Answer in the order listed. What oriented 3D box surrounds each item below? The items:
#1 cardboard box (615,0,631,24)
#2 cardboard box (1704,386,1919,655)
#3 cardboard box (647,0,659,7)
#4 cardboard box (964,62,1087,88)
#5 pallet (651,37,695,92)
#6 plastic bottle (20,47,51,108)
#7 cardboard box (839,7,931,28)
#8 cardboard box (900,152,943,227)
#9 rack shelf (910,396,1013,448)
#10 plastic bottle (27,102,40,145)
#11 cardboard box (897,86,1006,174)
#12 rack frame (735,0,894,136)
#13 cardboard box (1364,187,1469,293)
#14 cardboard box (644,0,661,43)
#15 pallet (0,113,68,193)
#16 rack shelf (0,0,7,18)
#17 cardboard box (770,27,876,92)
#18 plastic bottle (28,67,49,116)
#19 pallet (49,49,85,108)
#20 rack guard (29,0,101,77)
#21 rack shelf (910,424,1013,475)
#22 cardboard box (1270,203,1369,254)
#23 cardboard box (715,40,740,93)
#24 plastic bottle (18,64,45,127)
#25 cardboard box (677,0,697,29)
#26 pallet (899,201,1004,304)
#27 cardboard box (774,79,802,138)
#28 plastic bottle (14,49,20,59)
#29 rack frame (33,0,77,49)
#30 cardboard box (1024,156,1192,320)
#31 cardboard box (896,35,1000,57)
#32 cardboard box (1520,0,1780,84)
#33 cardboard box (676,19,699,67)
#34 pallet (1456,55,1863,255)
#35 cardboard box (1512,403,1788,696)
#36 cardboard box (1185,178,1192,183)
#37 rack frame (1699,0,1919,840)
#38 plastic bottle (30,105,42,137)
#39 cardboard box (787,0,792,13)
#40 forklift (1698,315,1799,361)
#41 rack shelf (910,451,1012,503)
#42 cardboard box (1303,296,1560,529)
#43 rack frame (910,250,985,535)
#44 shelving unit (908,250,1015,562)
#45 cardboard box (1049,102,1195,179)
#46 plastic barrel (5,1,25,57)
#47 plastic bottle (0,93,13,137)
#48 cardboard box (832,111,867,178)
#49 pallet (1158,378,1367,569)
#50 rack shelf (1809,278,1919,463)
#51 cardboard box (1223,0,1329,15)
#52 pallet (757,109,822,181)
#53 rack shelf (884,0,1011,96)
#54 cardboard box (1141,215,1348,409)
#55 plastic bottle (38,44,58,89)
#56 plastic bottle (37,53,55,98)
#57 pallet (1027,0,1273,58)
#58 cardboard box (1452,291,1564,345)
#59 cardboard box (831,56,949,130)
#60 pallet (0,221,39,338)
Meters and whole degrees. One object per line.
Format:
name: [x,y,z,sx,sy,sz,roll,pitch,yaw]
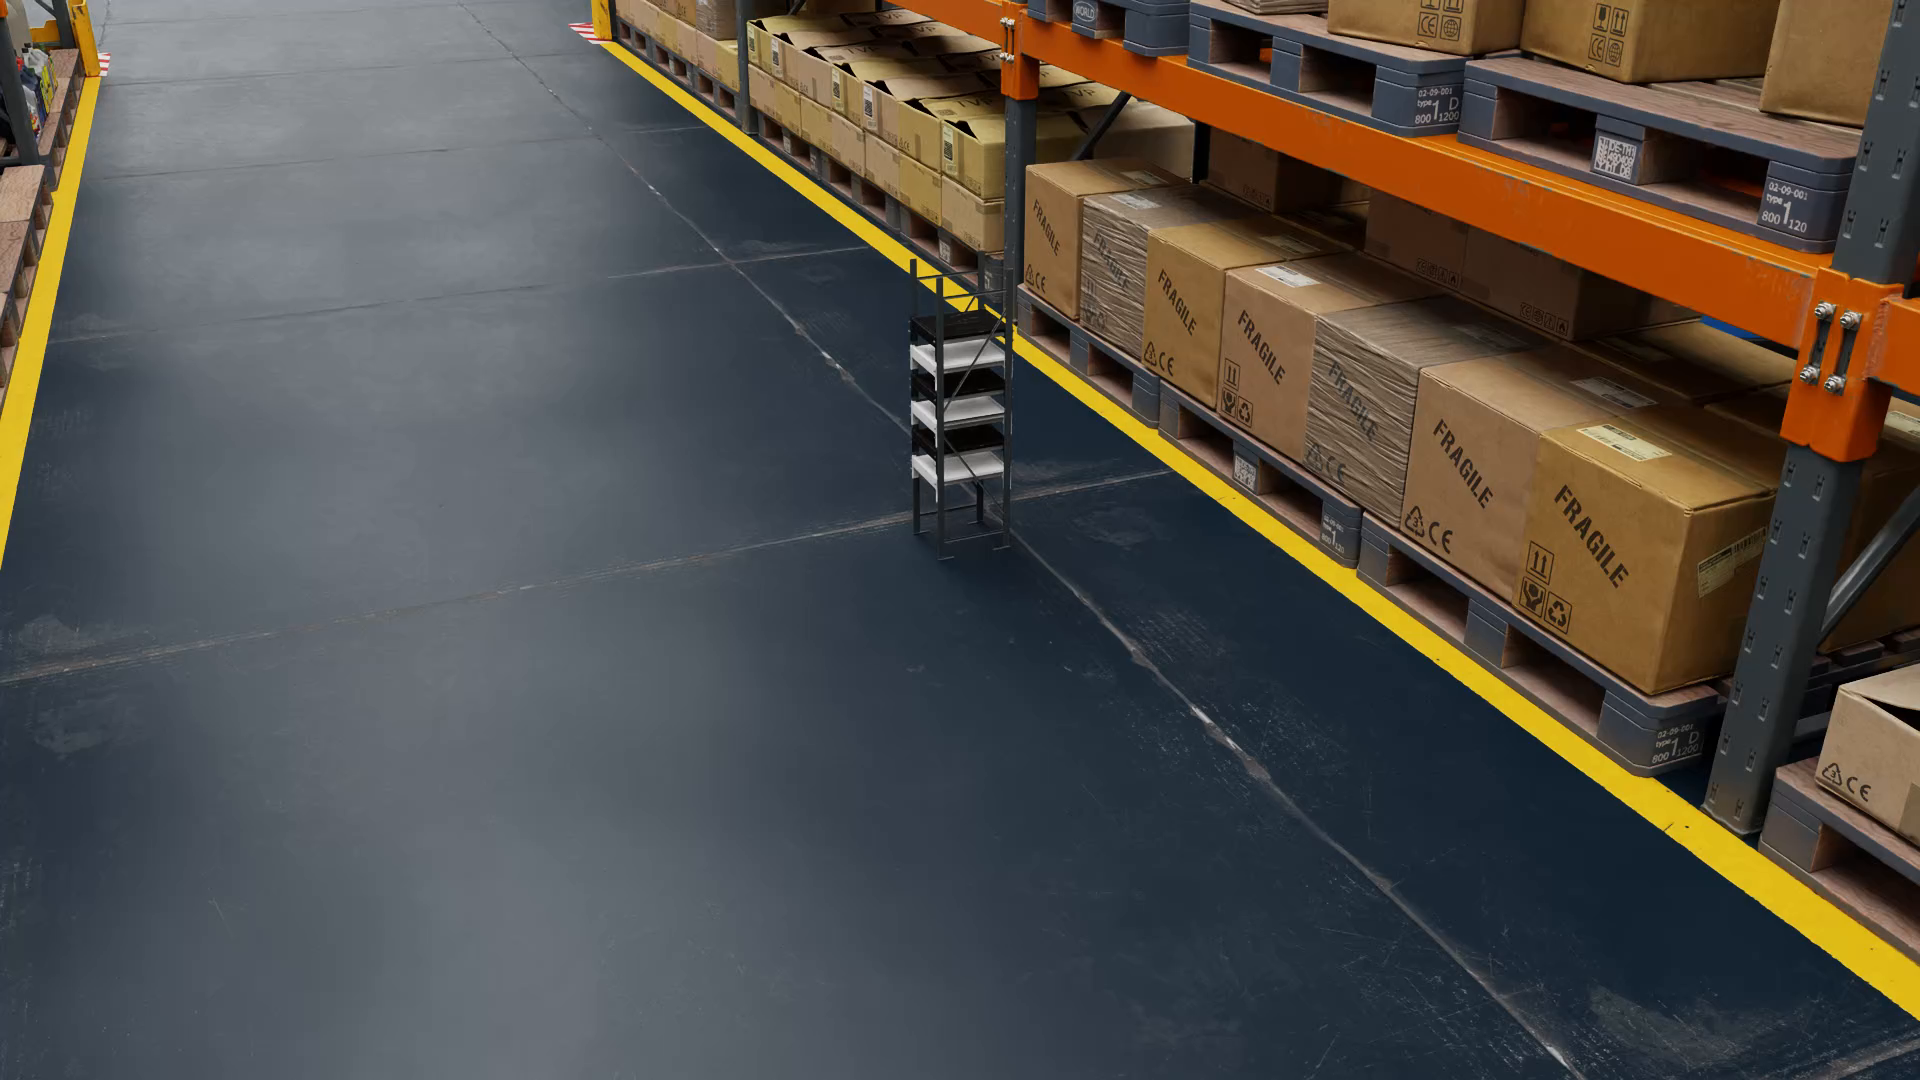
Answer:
cardboard box: [-2.458,-4.310,13.314,0.500,0.250,0.500,-11,28,-21]
cardboard box: [2.271,-0.079,4.341,0.500,0.500,0.500,-12,28,-23]
cardboard box: [-2.053,-4.246,12.328,0.500,0.500,0.500,-11,28,-21]
cardboard box: [0.324,-2.266,8.489,0.500,0.311,0.500,-11,28,-22]
pallet: [-1.652,-3.566,12.312,1.003,0.211,1.213,-11,28,-21]
plastic bottle: [-5.631,-2.800,10.083,0.144,0.351,0.185,-11,28,-21]
cardboard box: [-0.475,-3.088,10.172,0.500,0.311,0.500,-11,28,-21]
cardboard box: [0.034,-1.713,7.996,0.500,0.250,0.500,-11,28,-21]
rack shelf: [0.003,-0.371,5.060,0.258,0.077,0.200,-11,28,-21]
plastic bottle: [-5.178,-2.323,9.197,0.097,0.271,0.097,0,26,0]
cardboard box: [0.028,-1.965,7.872,0.500,0.311,0.500,-11,28,-21]
rack frame: [-0.897,-3.997,10.018,1.000,3.000,0.127,-11,28,-21]
cardboard box: [1.682,-1.022,5.417,0.500,0.250,0.500,-11,28,-22]
cardboard box: [-2.064,-3.907,12.489,0.500,0.250,0.500,-11,28,-21]
pallet: [-5.681,-2.173,9.459,1.003,0.211,1.213,-11,28,-21]
rack shelf: [-4.673,-2.017,6.782,1.077,0.370,4.000,-11,28,-21]
cardboard box: [-0.773,-2.790,9.561,0.500,0.311,0.500,-11,28,-21]
plastic bottle: [-5.491,-2.672,9.898,0.061,0.283,0.133,-9,28,-18]
pallet: [-6.636,-3.158,11.477,1.003,0.211,1.213,-11,28,-21]
rack guard: [-6.950,-3.616,12.087,1.175,0.500,0.348,-11,28,-21]
rack shelf: [0.003,-0.290,5.100,0.258,0.077,0.200,-11,28,-21]
cardboard box: [1.454,-0.910,6.043,0.500,0.500,0.500,-12,28,-22]
cardboard box: [-1.280,-3.100,10.835,0.500,0.250,0.500,-11,28,-21]
plastic bottle: [-5.390,-2.552,9.576,0.144,0.351,0.185,-10,28,-19]
cardboard box: [-1.664,-3.842,11.500,0.500,0.500,0.500,-11,28,-21]
pallet: [0.383,-1.468,8.017,1.003,0.211,1.213,-11,28,-21]
cardboard box: [-0.768,-2.538,9.685,0.500,0.250,0.500,-10,28,-19]
plastic bottle: [-5.924,-2.948,10.464,0.061,0.283,0.133,-11,28,-21]
rack frame: [-7.023,-4.762,11.585,1.000,3.000,0.127,-11,28,-21]
cardboard box: [0.585,-1.224,6.685,0.500,0.500,0.500,-9,28,-18]
cardboard box: [-0.072,-2.677,9.330,0.500,0.311,0.500,-11,28,-21]
cardboard box: [1.929,-1.497,4.306,0.700,0.500,0.500,-6,27,-12]
cardboard box: [-1.676,-3.503,11.660,0.500,0.250,0.500,-11,28,-21]
pallet: [2.023,-1.023,4.144,1.003,0.211,1.213,-11,28,-21]
cardboard box: [1.779,0.008,4.162,0.500,0.500,0.500,-11,28,-21]
cardboard box: [0.735,-1.597,7.758,0.500,0.250,0.500,-11,28,-21]
rack frame: [2.236,-0.767,3.403,1.000,3.000,0.127,-11,28,-21]
plastic bottle: [-5.257,-2.374,9.381,0.097,0.201,0.097,0,26,0]
cardboard box: [-0.994,-3.729,11.269,0.500,0.500,0.500,-11,28,-21]
forklift: [2.752,-2.425,6.876,1.130,2.935,3.031,-2,26,-3]
rack shelf: [0.003,-0.209,5.139,0.258,0.077,0.200,-11,28,-21]
cardboard box: [1.397,-0.395,4.988,0.500,0.500,0.500,-10,28,-20]
rack frame: [-0.037,-0.442,5.130,0.240,0.900,0.006,-11,28,-21]
shelving unit: [0.003,-0.401,5.046,0.258,0.900,0.210,-11,28,-21]
cardboard box: [0.735,-1.849,7.635,0.500,0.311,0.500,-10,28,-19]
plastic barrel: [-6.498,-3.378,11.107,0.421,0.512,0.421,0,26,0]
plastic bottle: [-5.427,-2.436,9.415,0.061,0.283,0.133,-11,28,-21]
cardboard box: [-0.364,-2.124,8.837,0.500,0.250,0.500,-10,28,-20]
pallet: [1.401,-0.329,5.684,1.003,0.211,1.213,-11,28,-21]
rack shelf: [3.019,0.363,1.907,1.077,0.370,4.000,-11,28,-21]
cardboard box: [1.202,-1.979,5.292,0.700,0.500,0.500,-5,27,-11]
pallet: [-0.573,-2.453,10.034,1.003,0.211,1.213,-11,28,-21]
rack shelf: [-0.114,-2.866,8.522,1.077,0.370,4.000,-11,28,-21]
cardboard box: [0.987,-0.810,5.838,0.500,0.500,0.500,-11,28,-21]
plastic bottle: [-5.837,-3.029,10.630,0.061,0.283,0.133,-10,28,-19]
plastic bottle: [-5.772,-2.907,10.389,0.152,0.276,0.135,-11,28,-22]
pallet: [1.000,-2.034,6.217,1.213,0.211,1.003,-11,28,-21]
cardboard box: [1.863,-0.495,5.194,0.500,0.500,0.500,-10,28,-20]
cardboard box: [-0.361,-2.372,8.706,0.500,0.311,0.500,-10,28,-19]
pallet: [-4.631,-1.091,7.243,1.003,0.211,1.213,-11,28,-21]
